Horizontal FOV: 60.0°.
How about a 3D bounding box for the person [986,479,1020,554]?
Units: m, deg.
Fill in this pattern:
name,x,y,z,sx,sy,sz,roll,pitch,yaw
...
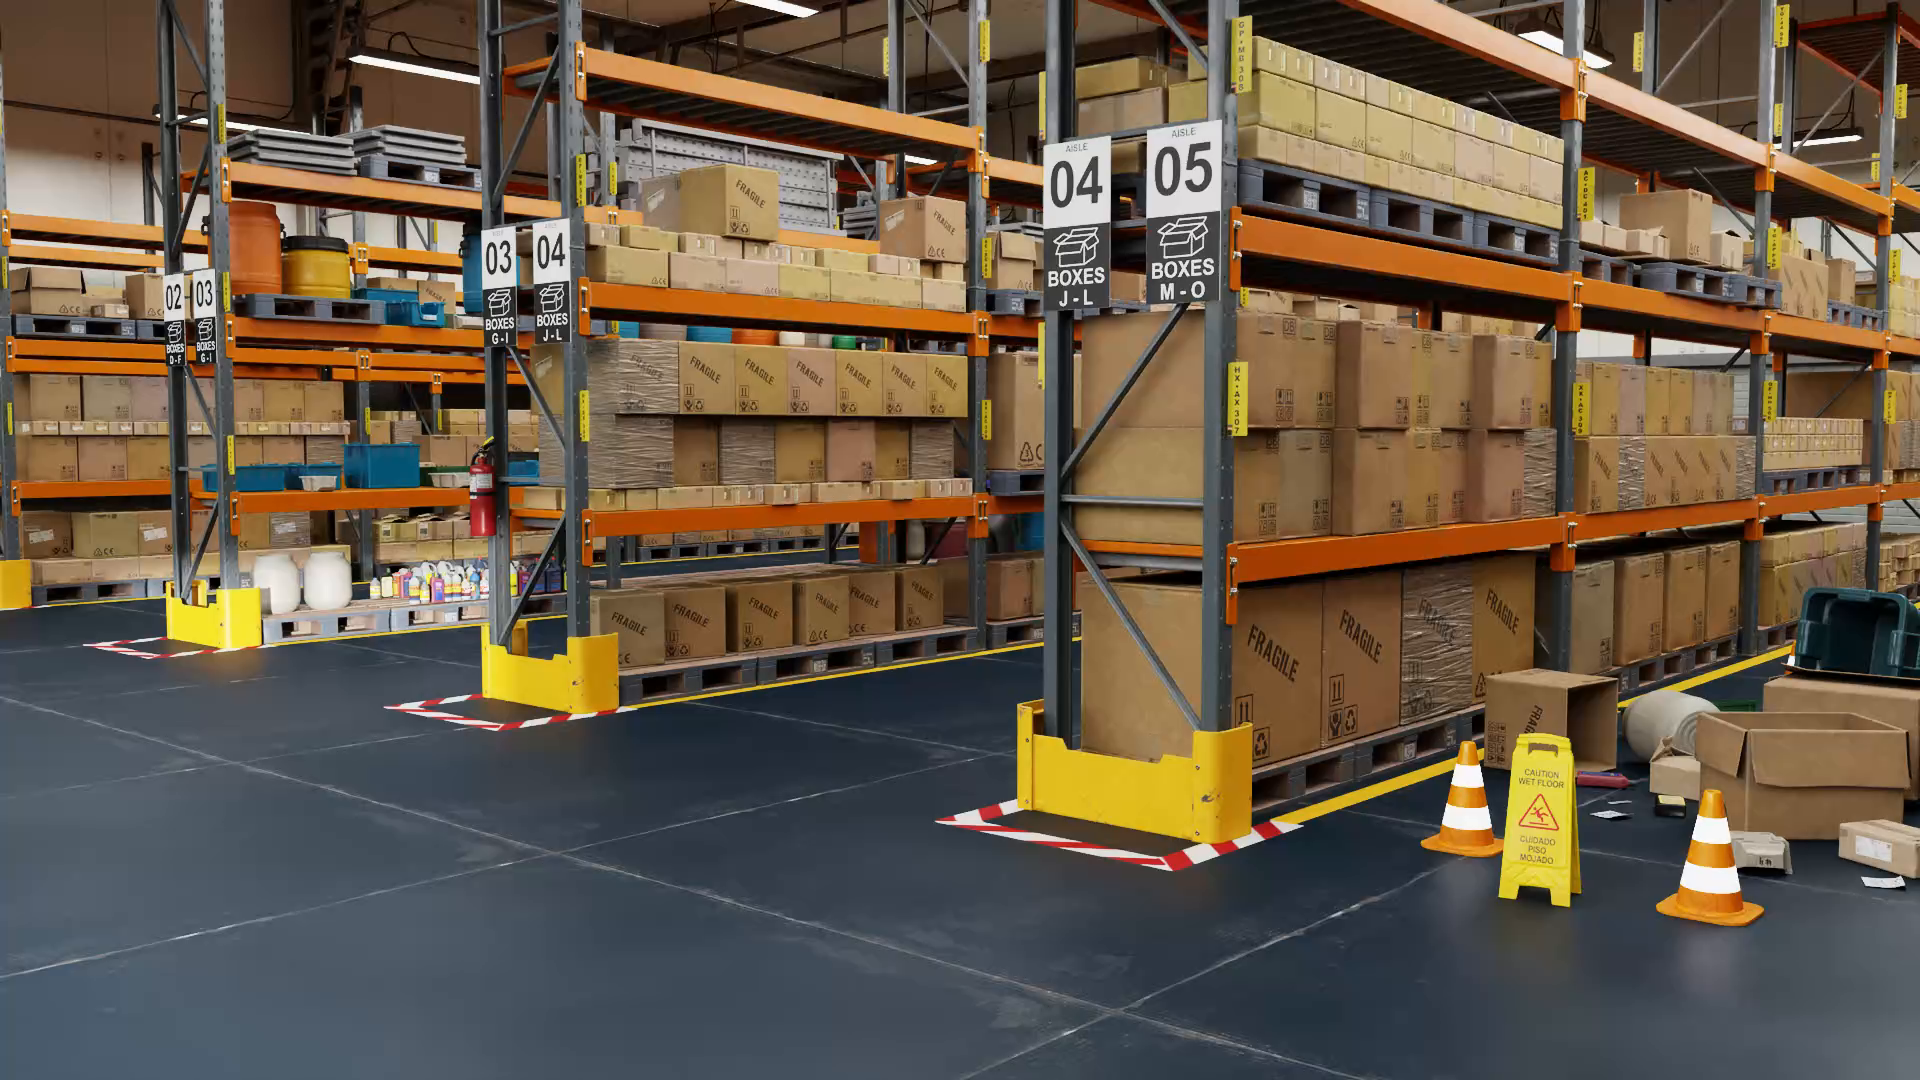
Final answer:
name,x,y,z,sx,sy,sz,roll,pitch,yaw
person,0.400,-0.184,17.821,0.478,1.588,0.322,3,5,39
